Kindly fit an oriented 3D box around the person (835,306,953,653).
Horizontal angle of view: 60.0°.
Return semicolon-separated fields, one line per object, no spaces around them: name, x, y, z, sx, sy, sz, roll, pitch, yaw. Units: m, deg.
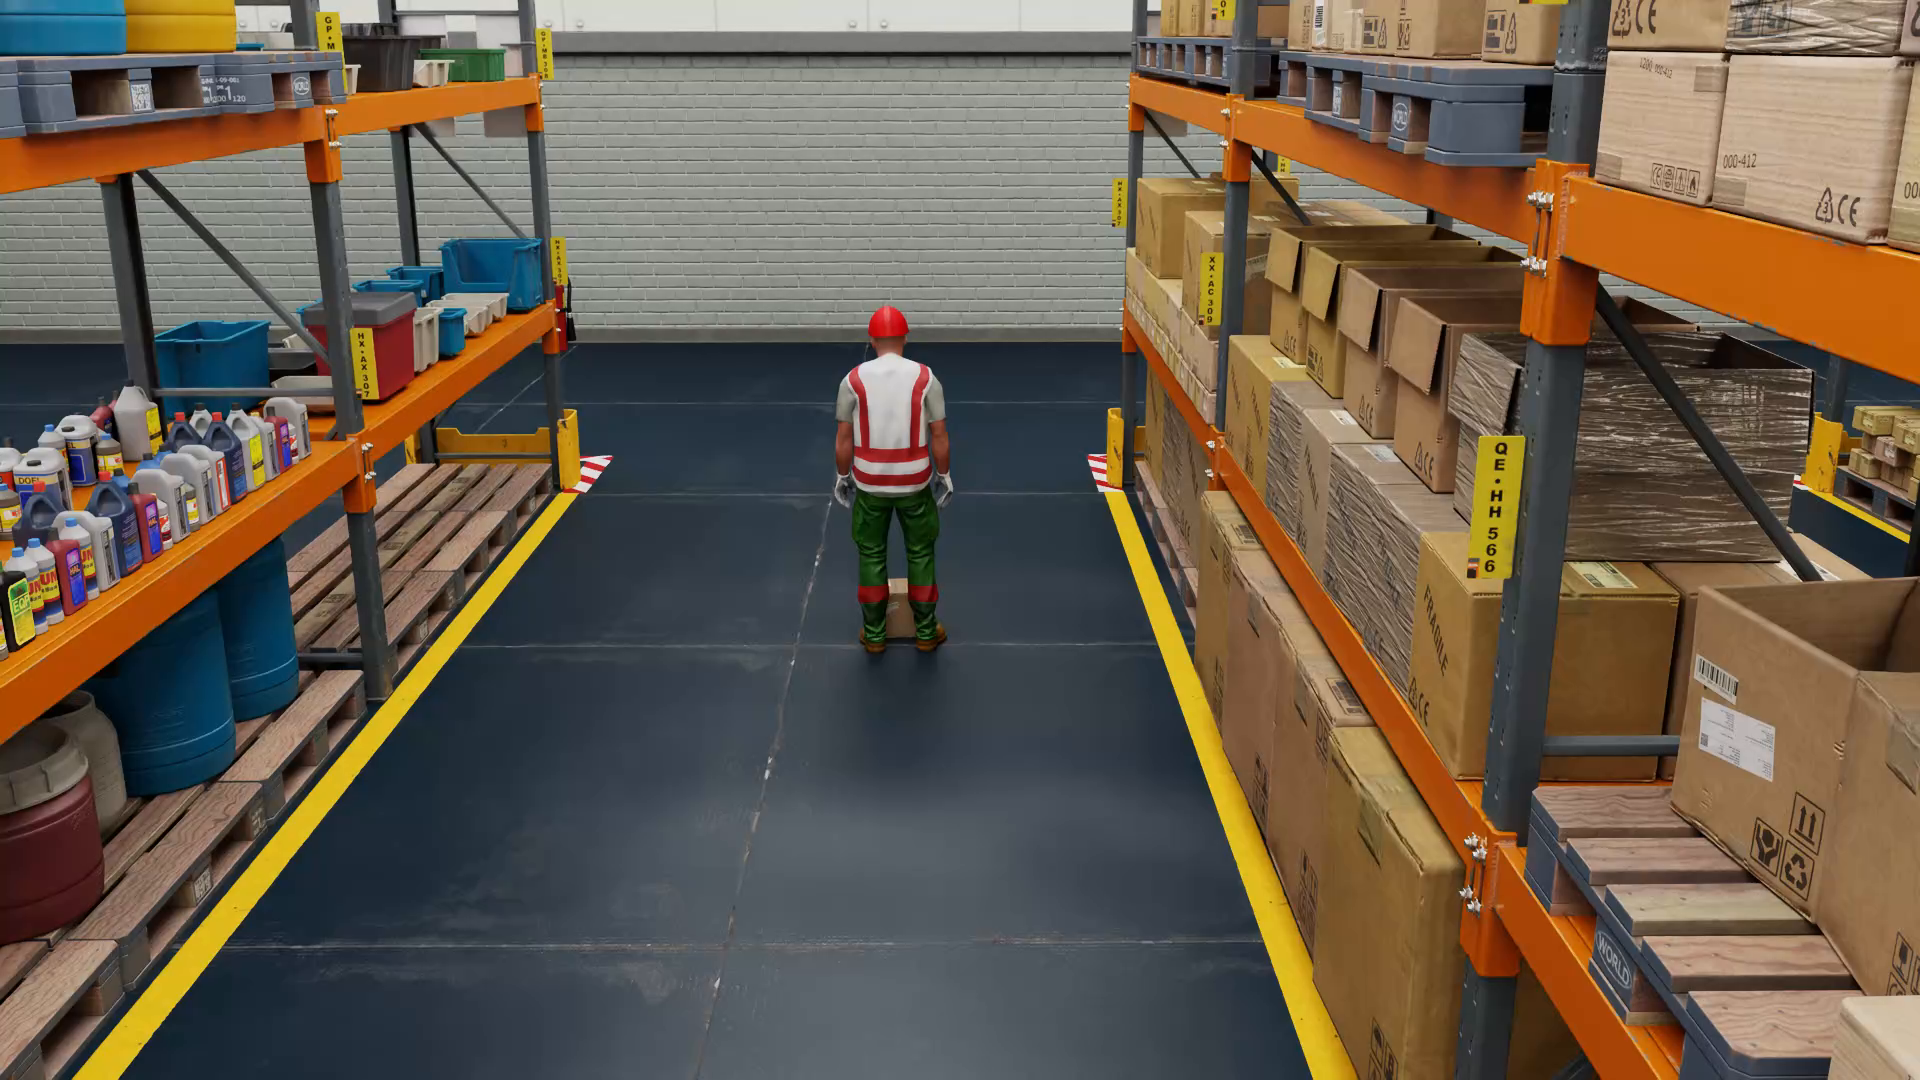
person;-0.338;-0.297;8.496;0.609;1.777;0.448;0;17;0
